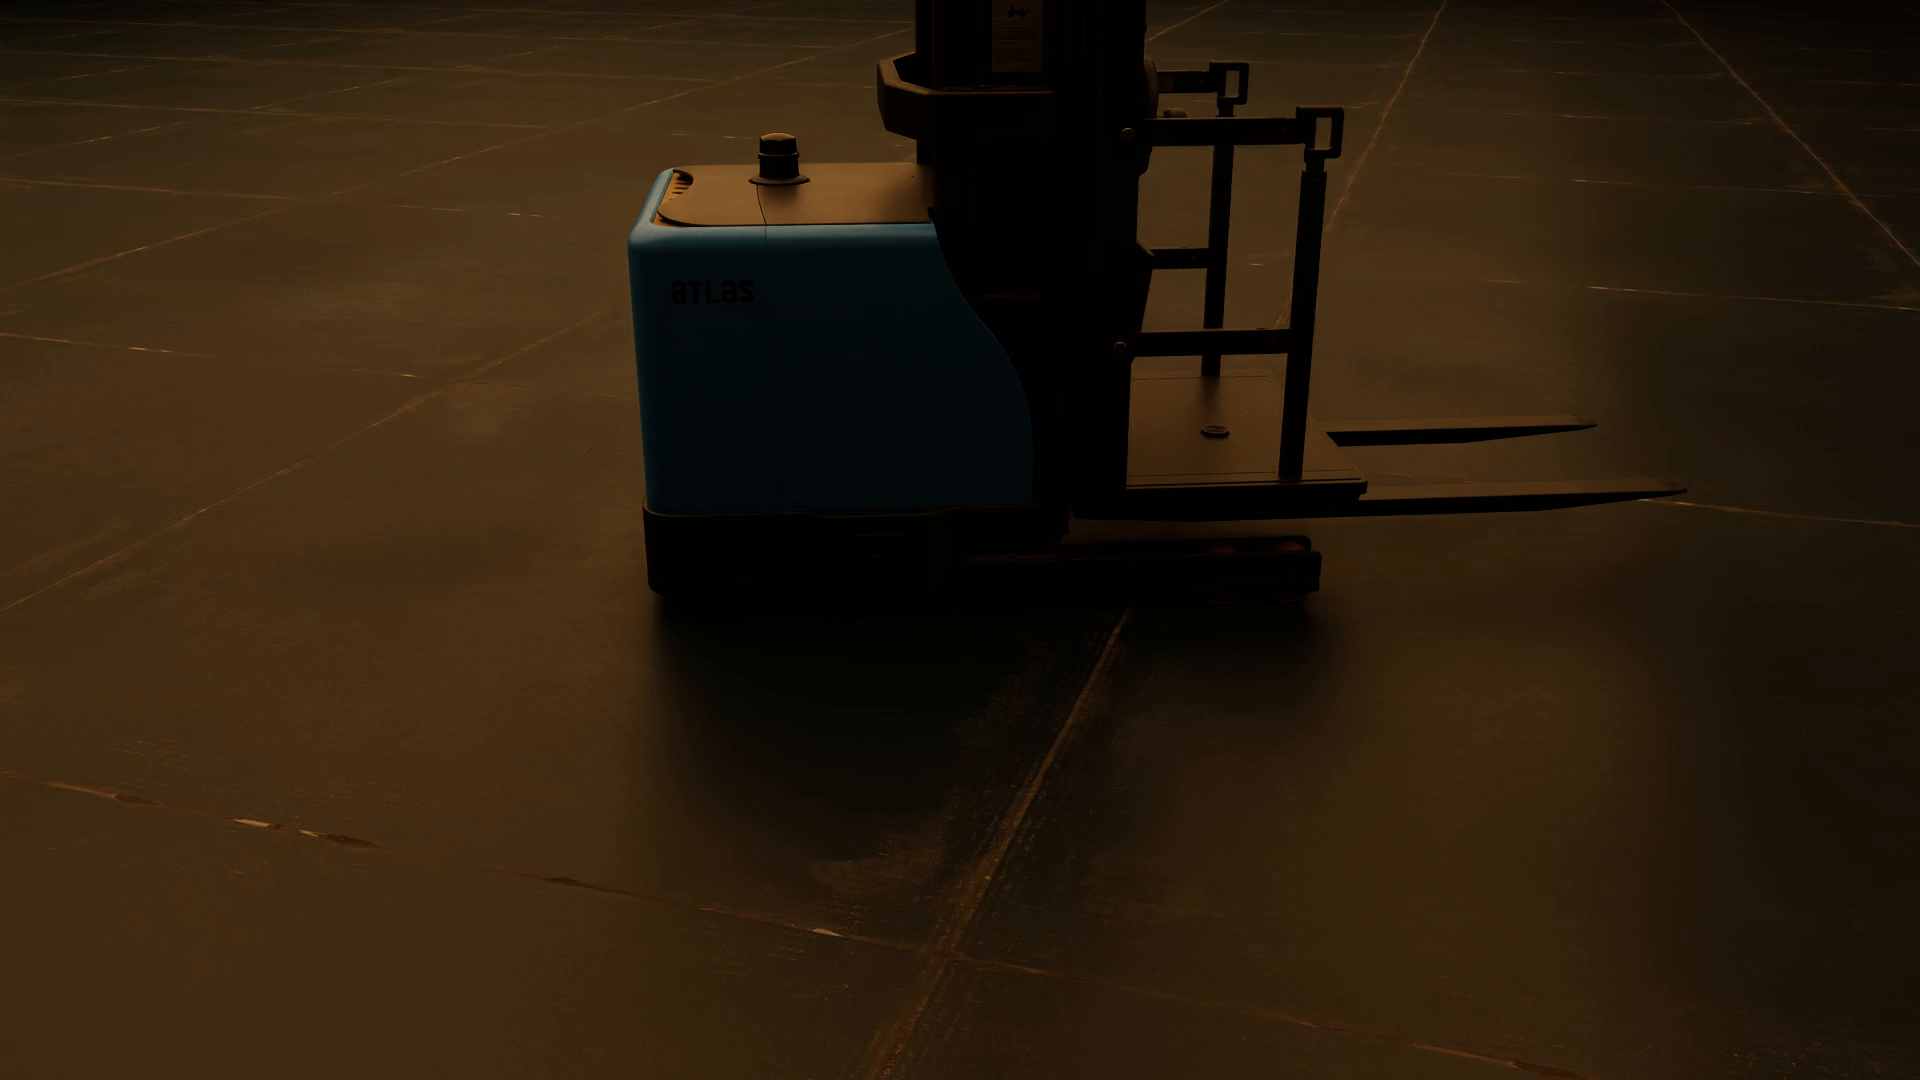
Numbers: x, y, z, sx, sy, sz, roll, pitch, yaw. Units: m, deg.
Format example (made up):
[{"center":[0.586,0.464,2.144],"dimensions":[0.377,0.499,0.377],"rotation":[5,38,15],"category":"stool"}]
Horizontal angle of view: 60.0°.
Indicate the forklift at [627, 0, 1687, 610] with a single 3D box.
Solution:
[{"center":[0.606,-1.374,4.608],"dimensions":[3.031,2.935,1.130],"rotation":[-2,23,-4],"category":"forklift"}]
